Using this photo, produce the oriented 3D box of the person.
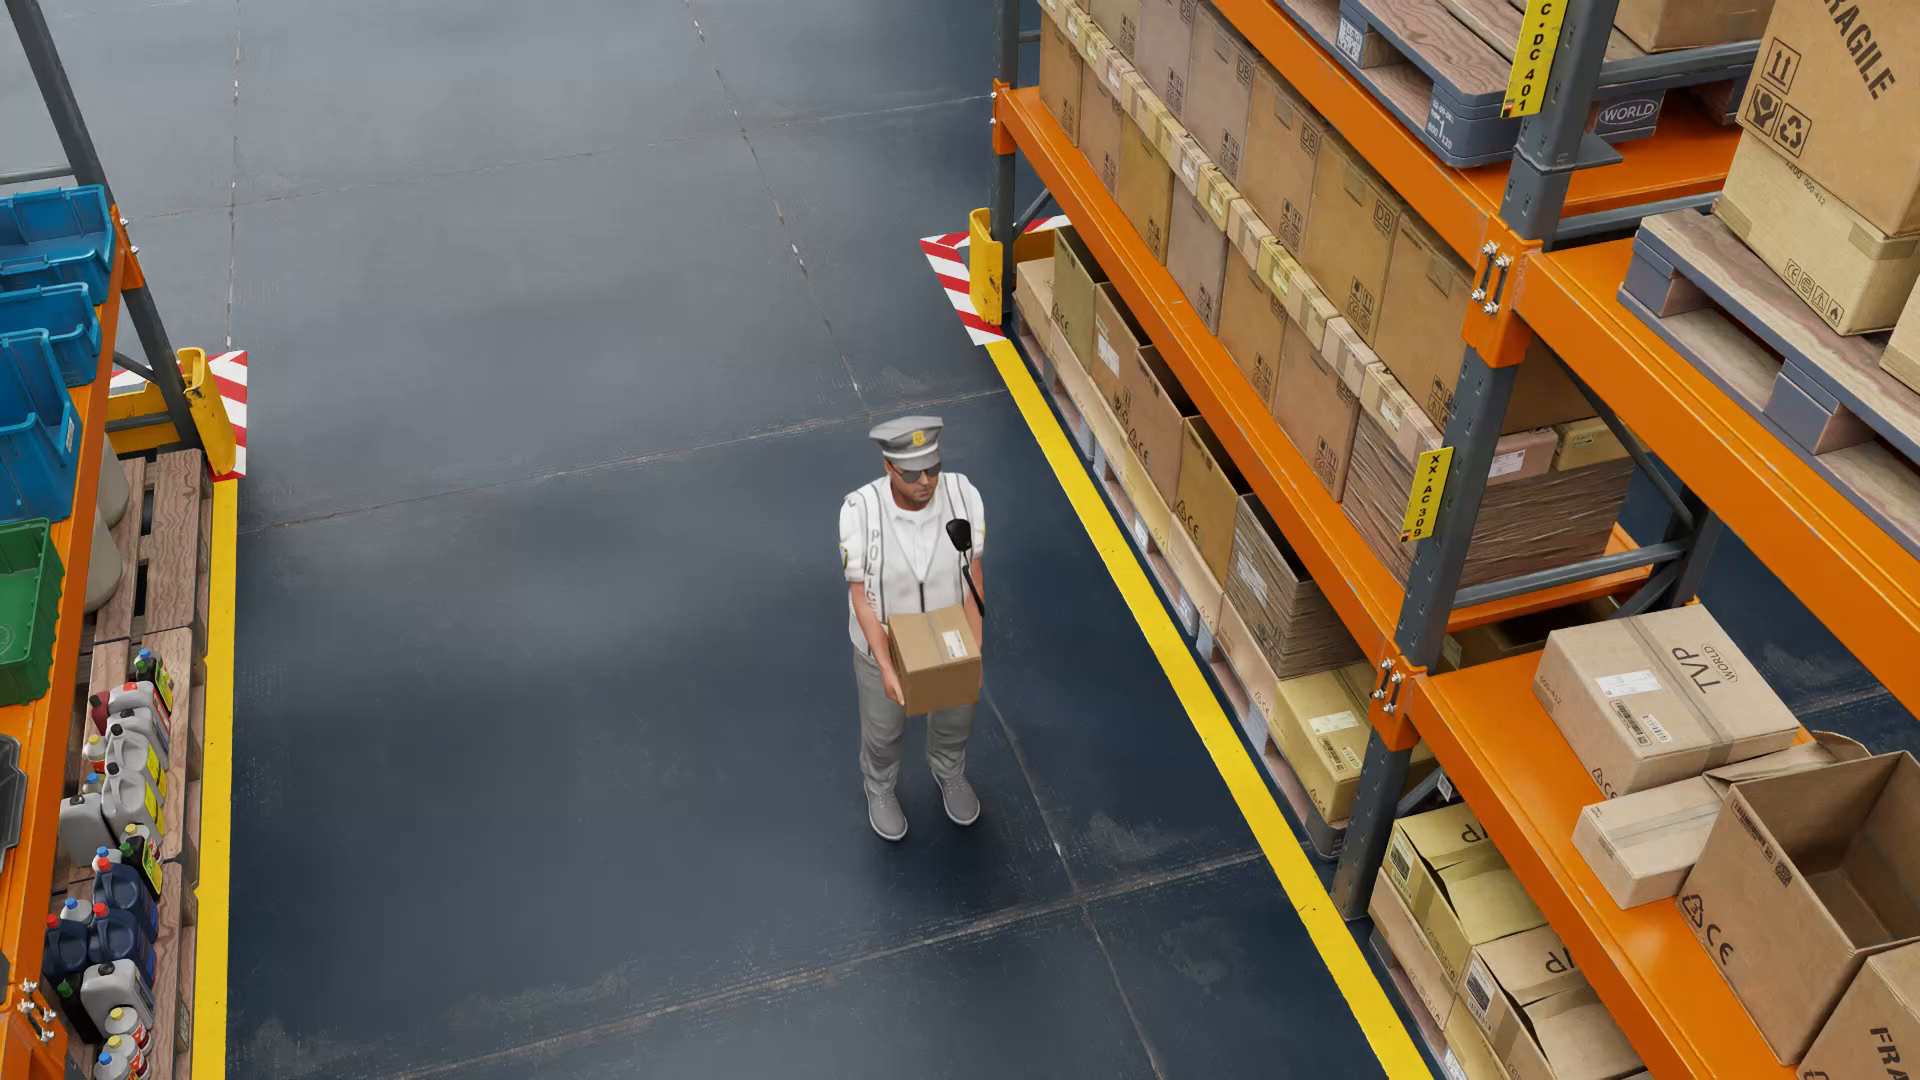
[{"bbox_3d":[-0.126,0.364,5.736,0.494,1.767,0.573,-11,43,-12],"label":"person"}]
